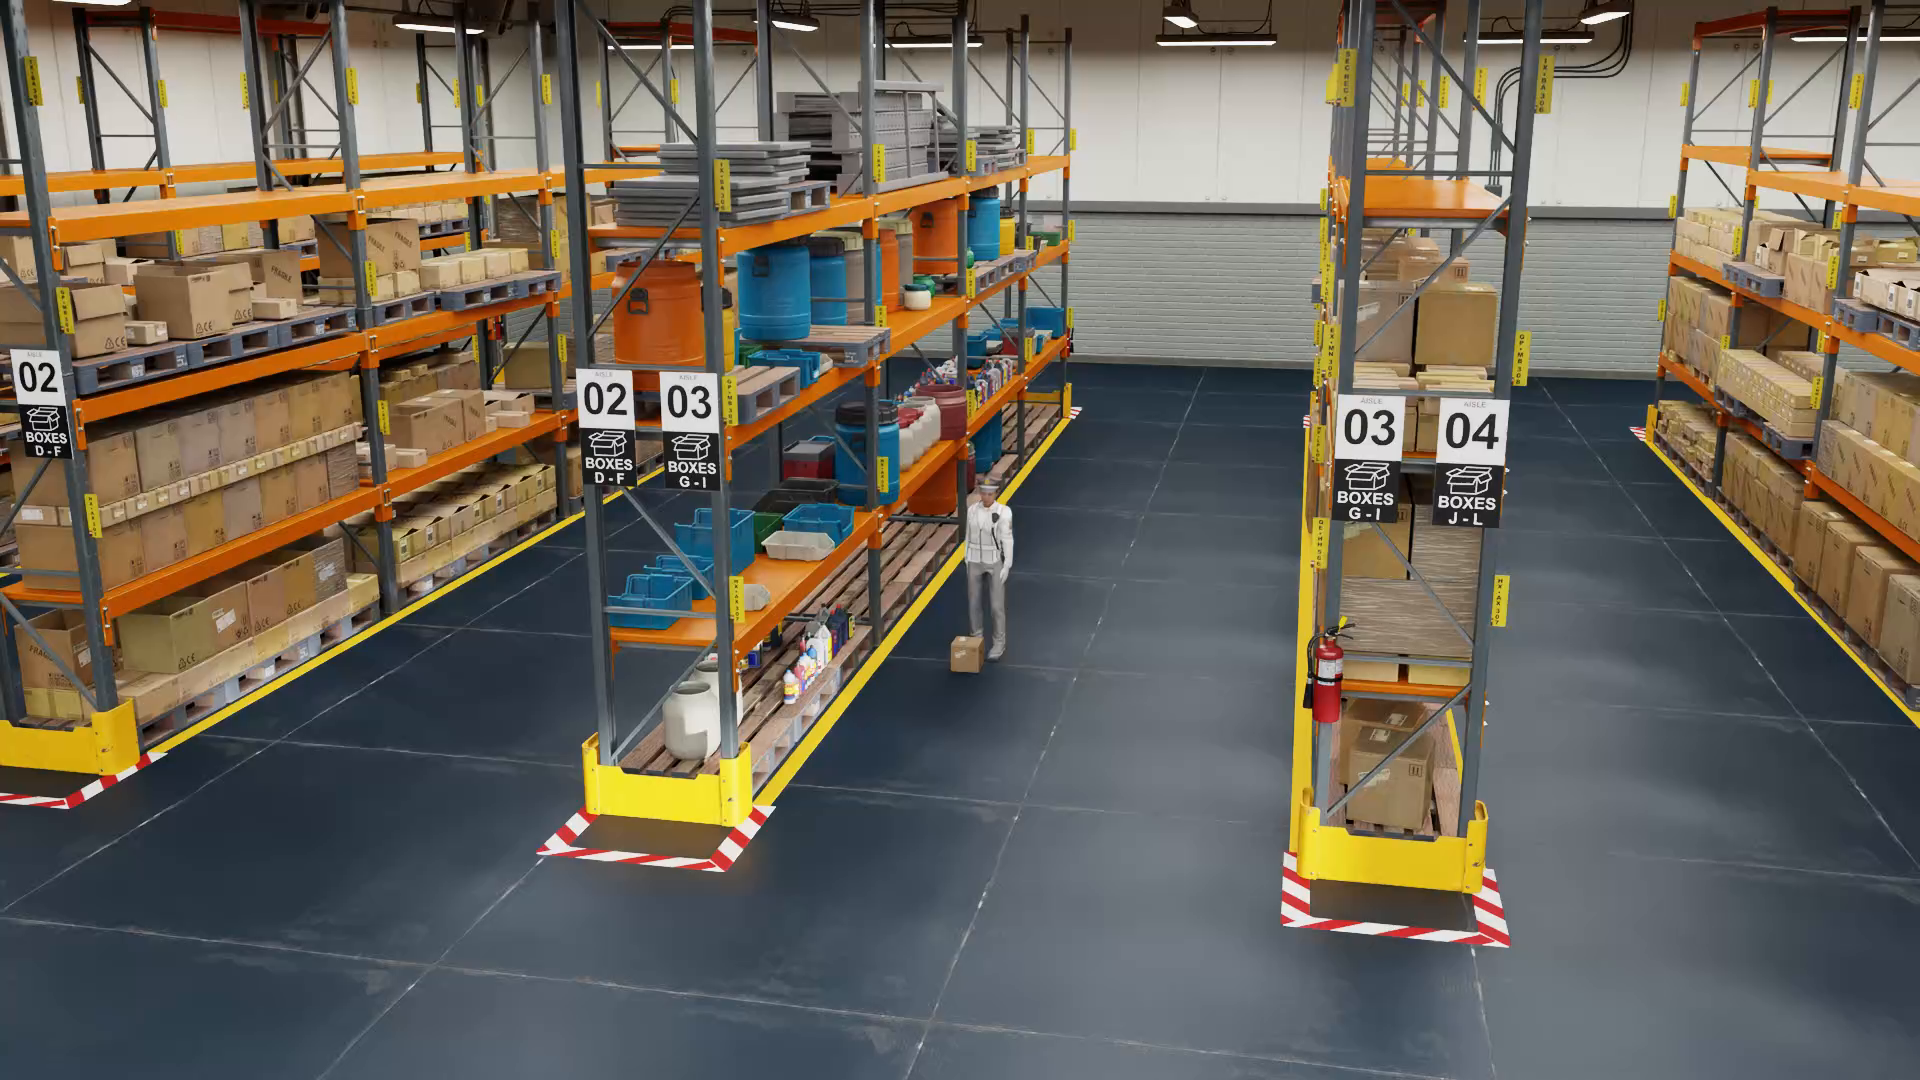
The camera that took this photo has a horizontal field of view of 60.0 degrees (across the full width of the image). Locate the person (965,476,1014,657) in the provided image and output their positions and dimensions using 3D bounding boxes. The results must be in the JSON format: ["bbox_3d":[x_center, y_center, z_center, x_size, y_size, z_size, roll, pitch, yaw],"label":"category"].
[{"bbox_3d":[0.255,0.231,15.133,0.467,1.670,0.313,6,16,21],"label":"person"}]
